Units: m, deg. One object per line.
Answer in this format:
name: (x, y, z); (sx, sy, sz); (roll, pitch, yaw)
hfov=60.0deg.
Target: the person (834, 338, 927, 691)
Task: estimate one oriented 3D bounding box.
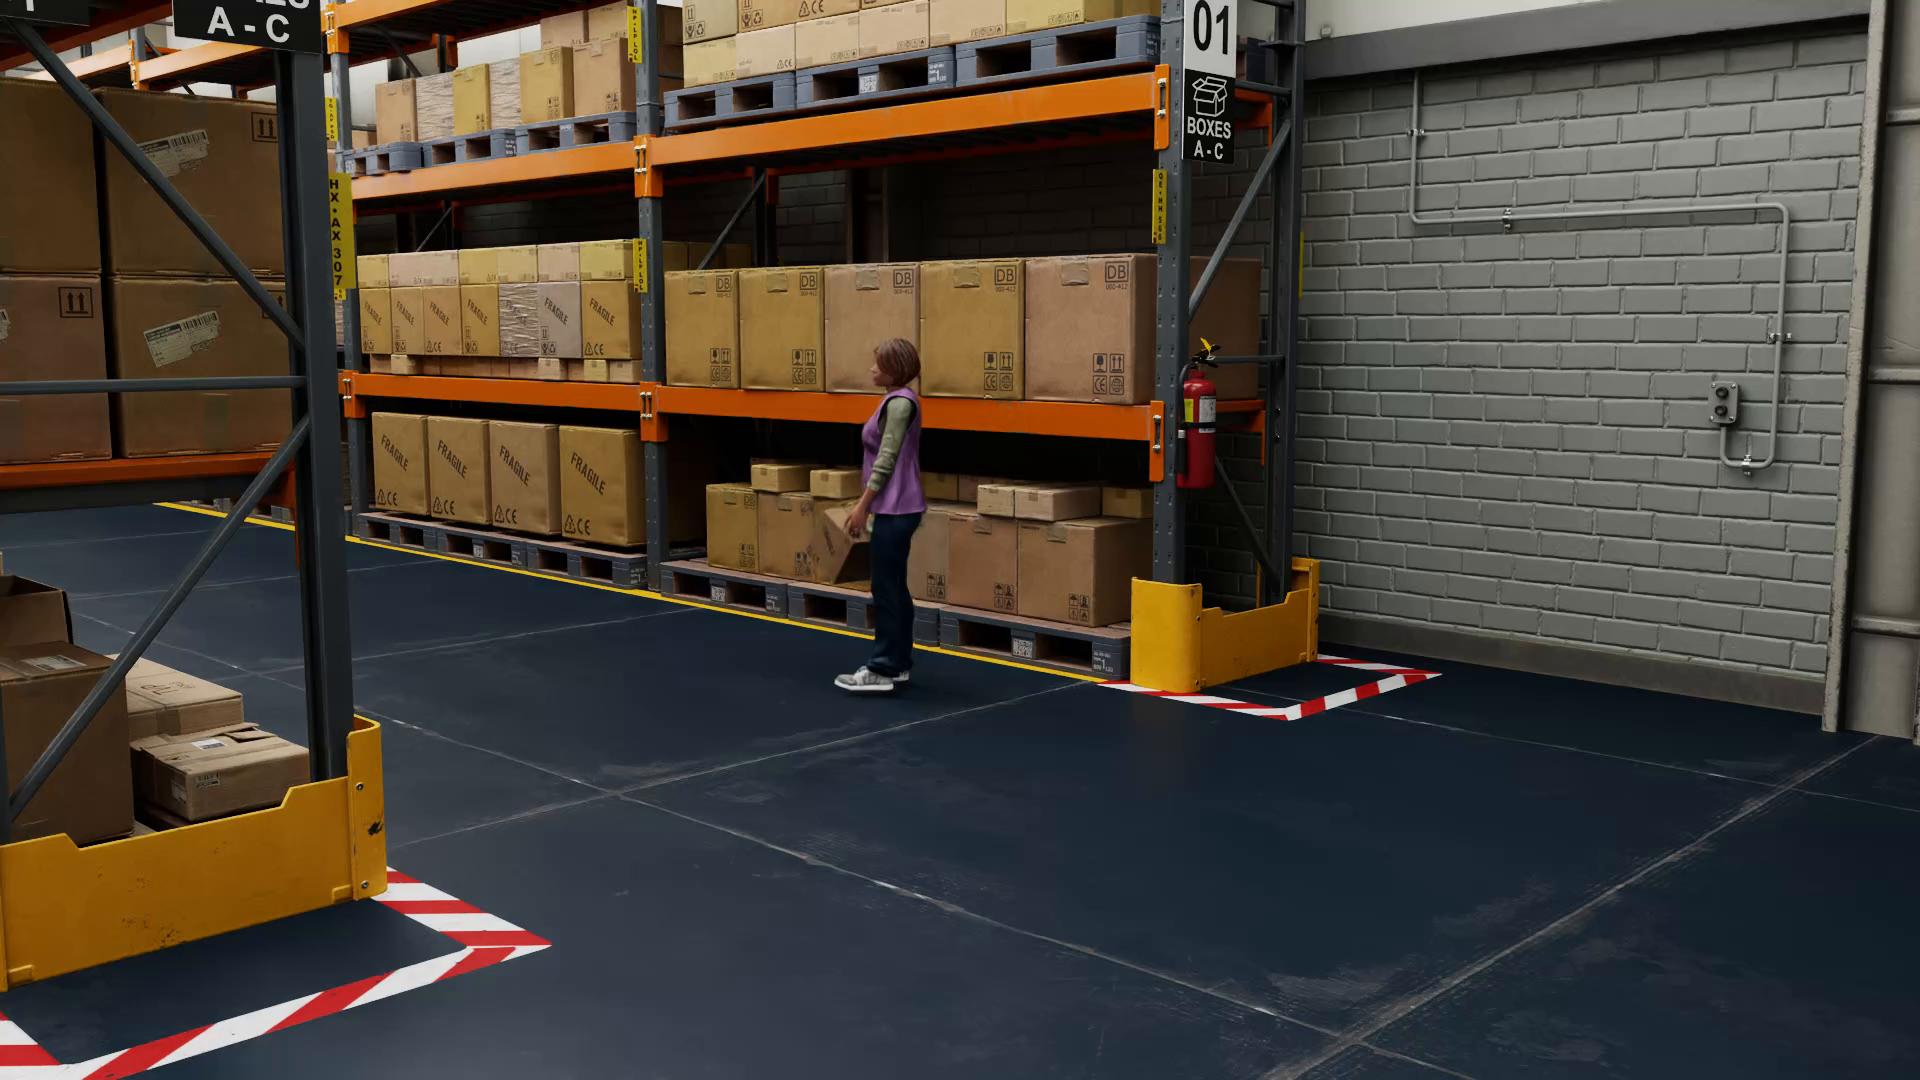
person: (-0.364, -0.108, 7.554); (0.423, 1.600, 0.486); (0, 7, -2)
